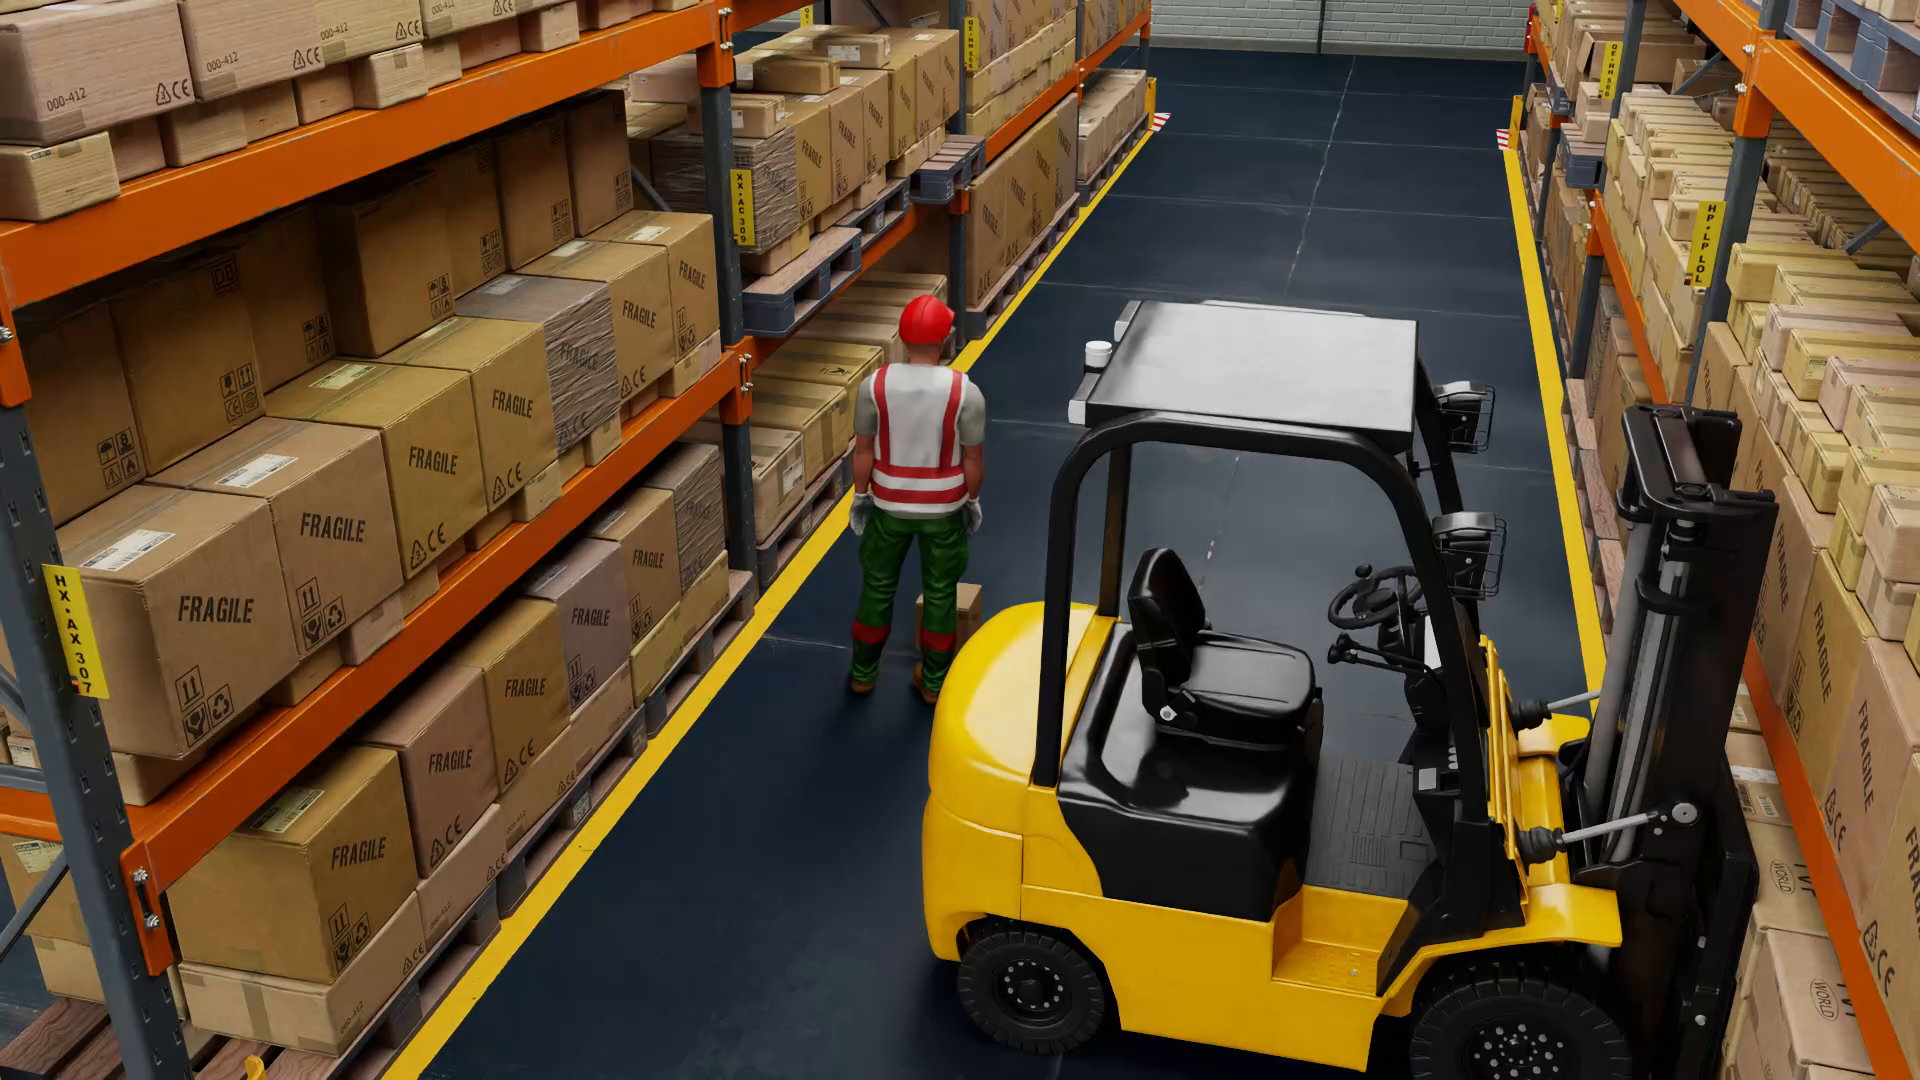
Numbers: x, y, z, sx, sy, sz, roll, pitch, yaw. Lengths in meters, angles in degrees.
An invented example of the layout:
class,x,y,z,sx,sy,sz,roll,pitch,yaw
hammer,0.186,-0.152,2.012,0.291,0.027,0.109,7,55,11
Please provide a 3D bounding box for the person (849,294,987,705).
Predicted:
class,x,y,z,sx,sy,sz,roll,pitch,yaw
person,-0.190,-0.165,6.895,0.610,1.794,0.406,2,25,5
